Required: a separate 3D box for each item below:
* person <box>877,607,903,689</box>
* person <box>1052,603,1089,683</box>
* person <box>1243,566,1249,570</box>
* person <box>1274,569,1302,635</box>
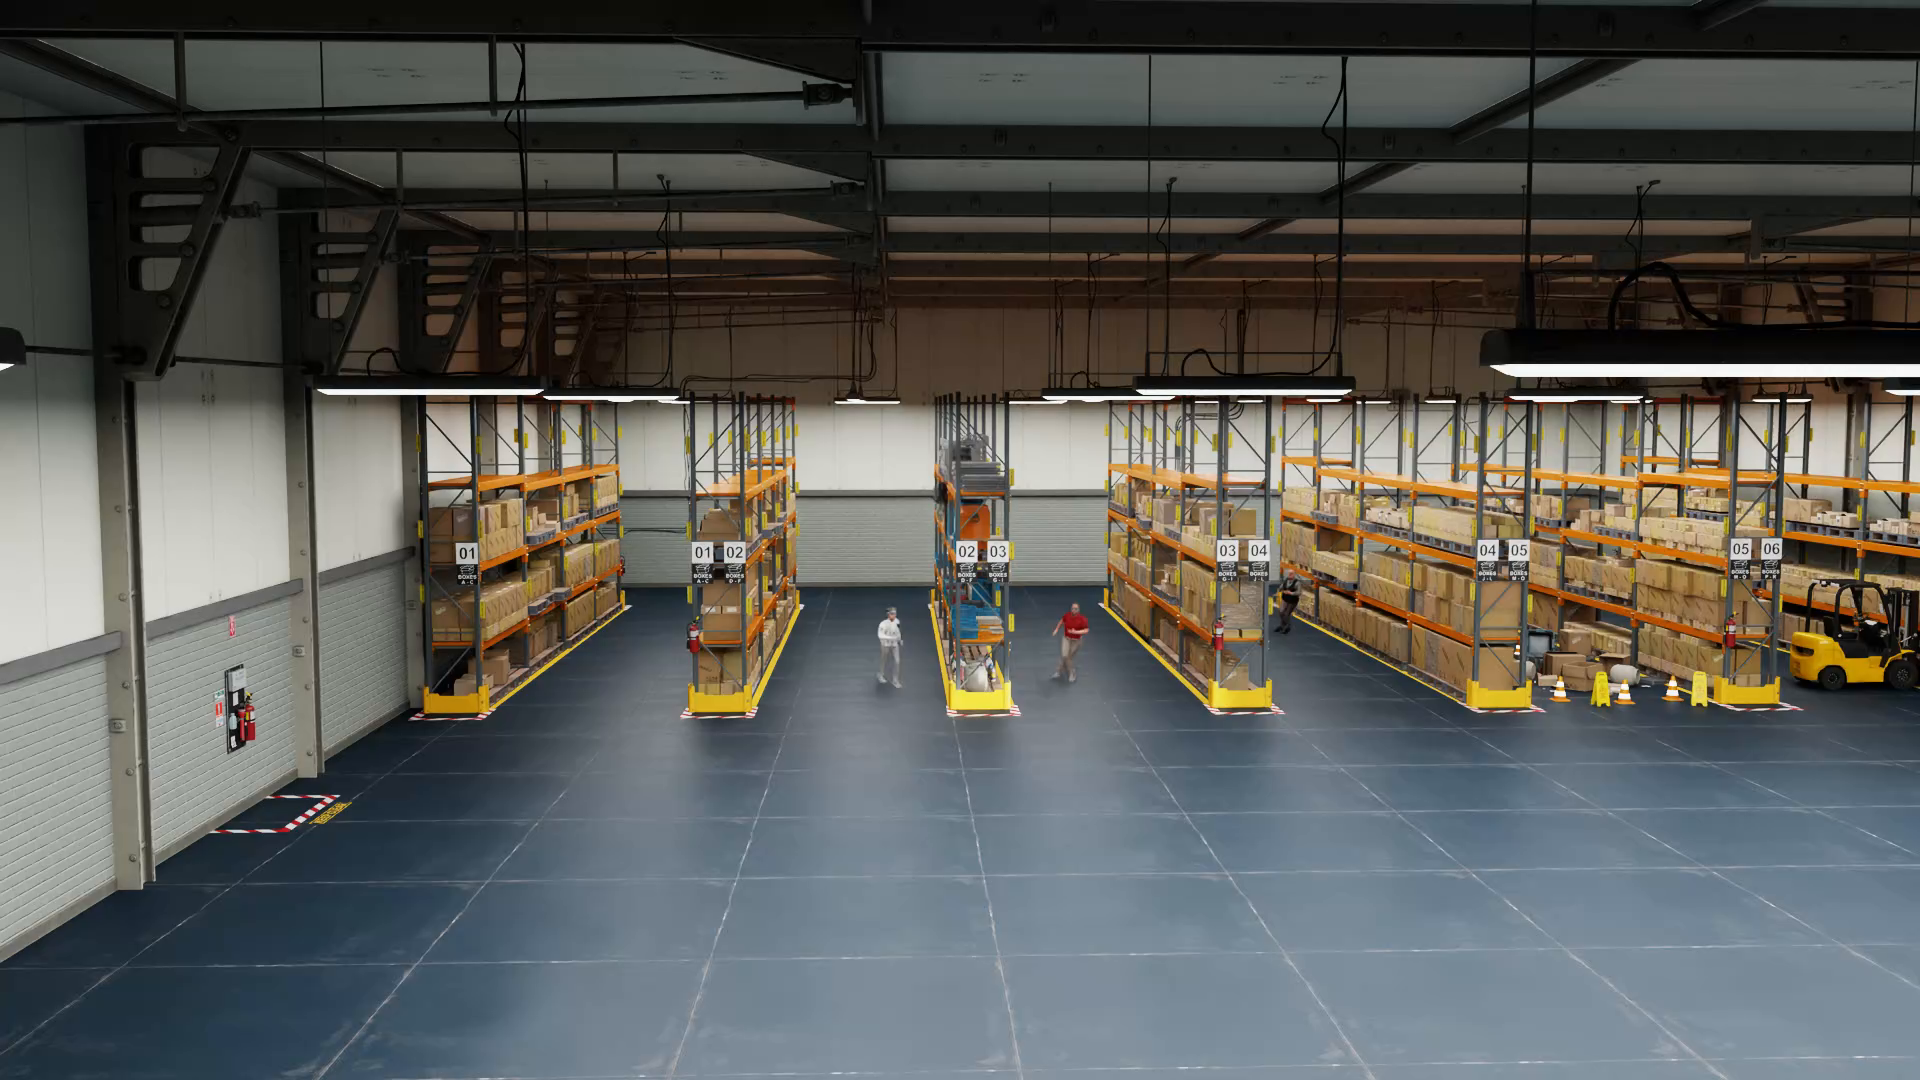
[{"bbox_3d":[-1.444,2.183,33.991,0.599,1.651,0.908,-2,5,-23],"label":"person"},{"bbox_3d":[2.297,2.117,34.610,0.793,1.655,0.725,1,5,9],"label":"person"},{"bbox_3d":[8.302,1.076,47.837,0.624,1.726,0.658,1,5,12],"label":"person"},{"bbox_3d":[8.242,1.538,41.770,0.785,1.633,0.711,2,5,28],"label":"person"}]
